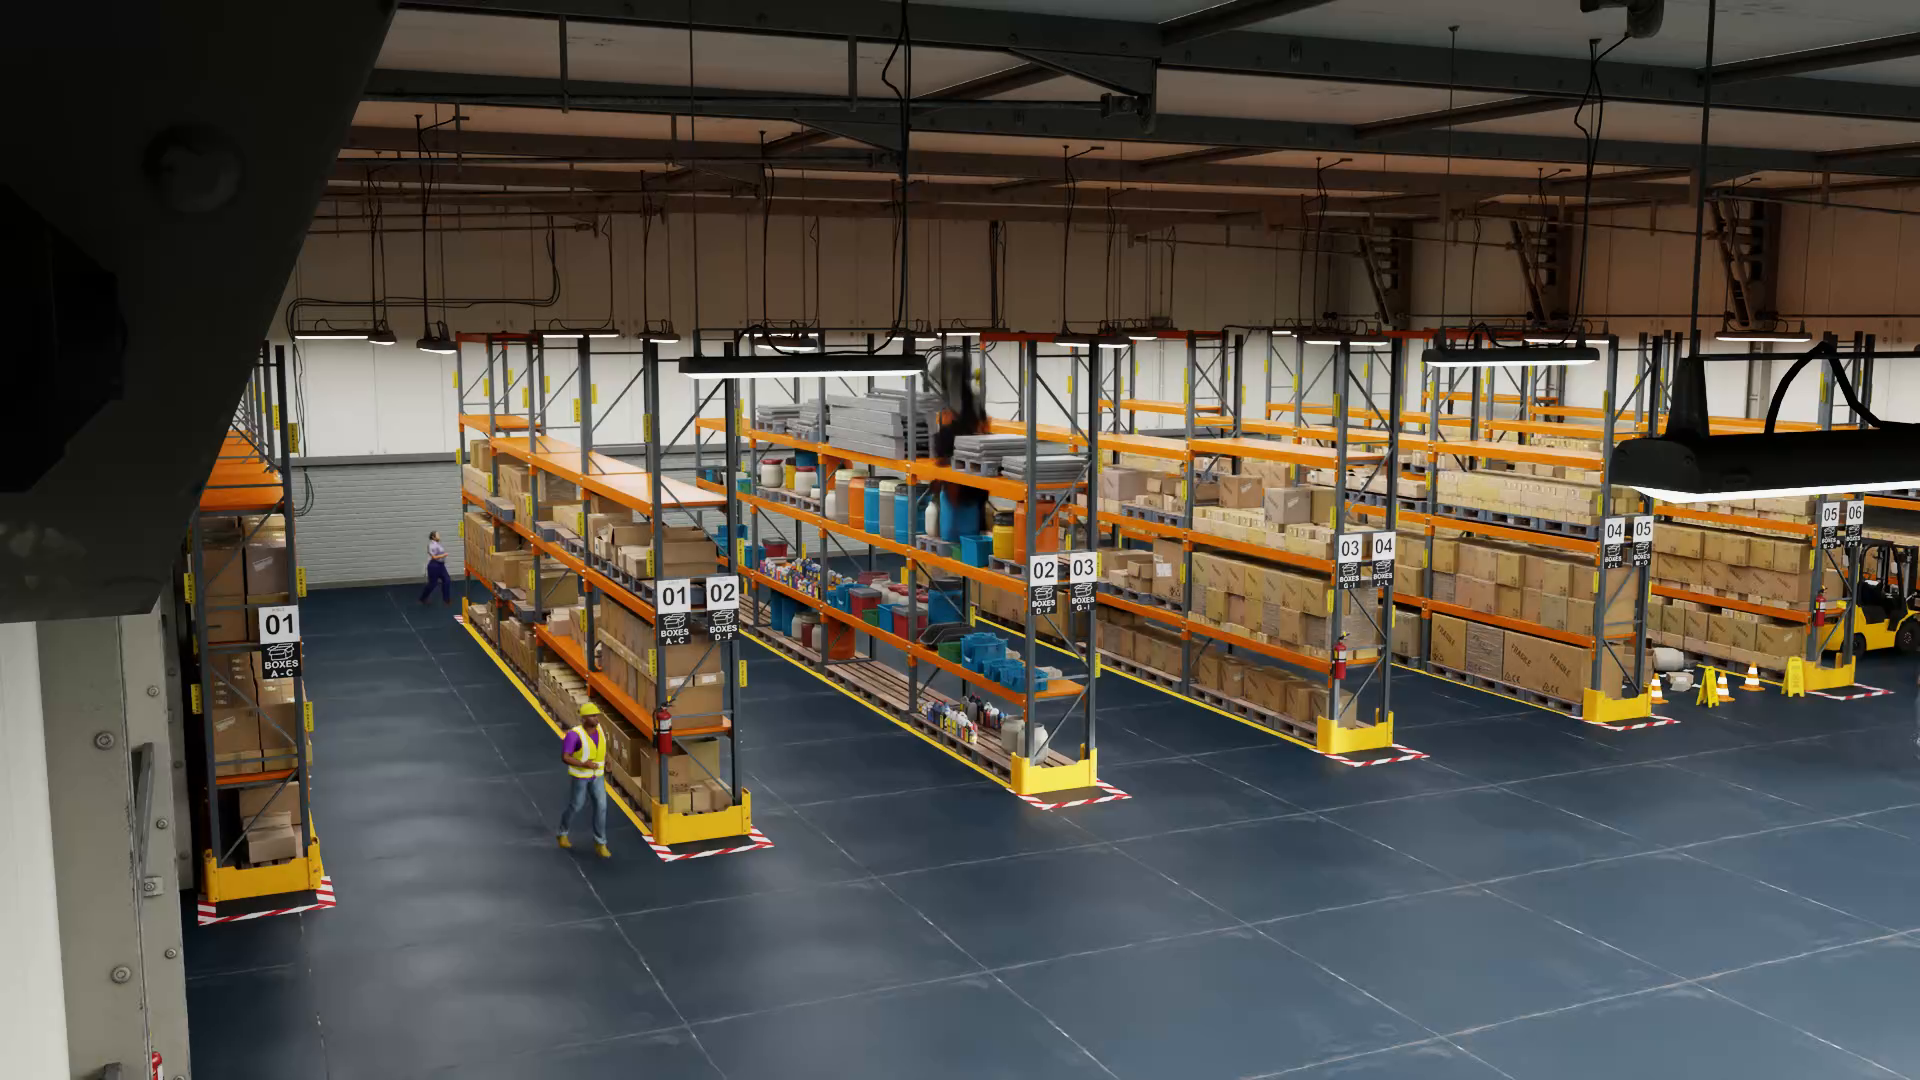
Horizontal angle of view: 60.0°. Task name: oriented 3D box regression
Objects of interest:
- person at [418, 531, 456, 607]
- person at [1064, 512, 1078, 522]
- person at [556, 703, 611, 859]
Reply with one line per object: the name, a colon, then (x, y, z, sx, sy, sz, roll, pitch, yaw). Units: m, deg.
person: (-11.427, 0.643, 36.194, 0.759, 1.701, 0.594, 0, 8, 0)
person: (2.740, -0.018, 41.242, 0.609, 1.603, 0.563, 7, 11, 44)
person: (-4.397, 2.819, 19.670, 0.798, 1.829, 0.737, 7, 10, 42)
